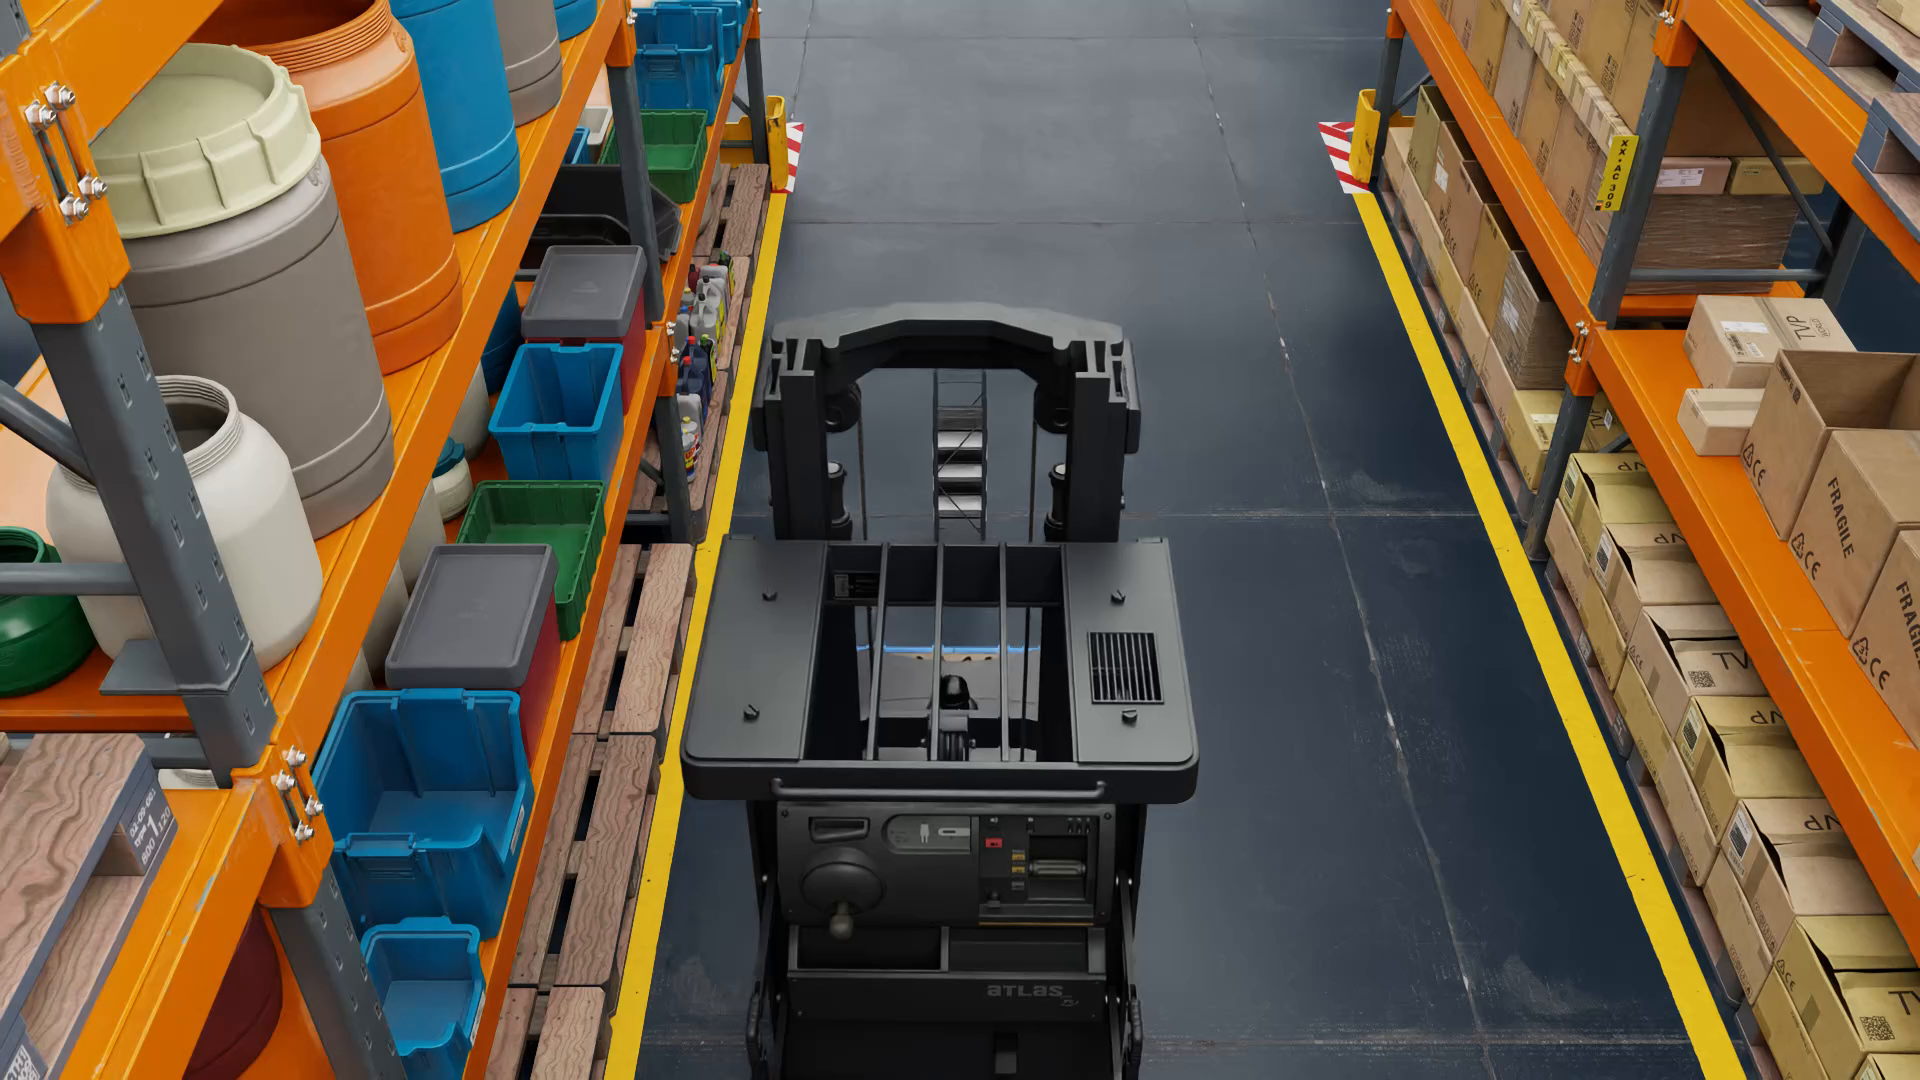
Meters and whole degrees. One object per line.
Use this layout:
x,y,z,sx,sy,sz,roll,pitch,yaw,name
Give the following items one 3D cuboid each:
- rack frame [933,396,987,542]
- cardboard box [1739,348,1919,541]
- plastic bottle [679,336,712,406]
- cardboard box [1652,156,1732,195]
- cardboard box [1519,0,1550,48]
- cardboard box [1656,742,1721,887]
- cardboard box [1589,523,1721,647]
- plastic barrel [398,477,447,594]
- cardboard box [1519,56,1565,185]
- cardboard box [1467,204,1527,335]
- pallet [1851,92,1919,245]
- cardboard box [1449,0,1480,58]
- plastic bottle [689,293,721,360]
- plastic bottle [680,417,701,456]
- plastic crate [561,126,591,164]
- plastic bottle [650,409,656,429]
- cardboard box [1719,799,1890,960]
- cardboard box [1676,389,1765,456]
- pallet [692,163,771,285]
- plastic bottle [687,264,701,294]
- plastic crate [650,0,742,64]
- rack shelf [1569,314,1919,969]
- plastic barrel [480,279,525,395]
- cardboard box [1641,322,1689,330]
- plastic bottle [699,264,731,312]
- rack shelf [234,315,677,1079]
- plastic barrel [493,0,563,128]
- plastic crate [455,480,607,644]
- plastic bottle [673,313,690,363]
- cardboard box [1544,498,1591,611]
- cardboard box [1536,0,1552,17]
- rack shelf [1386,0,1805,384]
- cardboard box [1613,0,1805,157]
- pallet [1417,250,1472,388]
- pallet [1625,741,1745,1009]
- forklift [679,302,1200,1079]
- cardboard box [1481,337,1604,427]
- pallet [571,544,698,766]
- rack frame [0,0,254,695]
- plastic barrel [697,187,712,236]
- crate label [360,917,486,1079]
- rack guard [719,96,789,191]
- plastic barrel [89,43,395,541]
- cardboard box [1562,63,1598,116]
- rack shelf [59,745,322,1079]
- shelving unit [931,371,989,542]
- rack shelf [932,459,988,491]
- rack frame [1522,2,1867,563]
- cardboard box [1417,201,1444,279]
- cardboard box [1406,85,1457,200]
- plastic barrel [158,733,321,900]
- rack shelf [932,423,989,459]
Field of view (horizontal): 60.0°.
0.000,-0.282,7.628,0.240,0.900,0.006,0,39,0,rack frame
3.176,-0.333,5.933,0.500,0.500,0.500,3,39,3,cardboard box
-1.349,-0.864,8.441,0.144,0.351,0.185,-2,39,-2,plastic bottle
2.976,-1.566,6.952,0.380,0.149,0.250,0,39,0,cardboard box
2.973,-2.526,8.150,0.380,0.149,0.250,1,39,1,cardboard box
2.946,1.019,6.188,0.500,0.250,0.500,1,39,1,cardboard box
2.938,0.158,6.814,0.500,0.311,0.500,0,39,-1,cardboard box
-1.980,-0.098,5.611,0.433,0.535,0.433,0,39,0,plastic barrel
3.180,-2.064,8.092,0.700,0.500,0.500,1,39,1,cardboard box
2.978,-1.402,8.610,0.500,0.500,0.500,0,39,0,cardboard box
3.101,-0.823,4.376,1.003,0.211,1.213,2,39,2,pallet
3.179,-3.024,9.290,0.700,0.500,0.500,1,39,1,cardboard box
-1.349,-1.129,8.773,0.144,0.351,0.185,0,39,0,plastic bottle
-1.325,-0.509,8.118,0.097,0.201,0.097,0,39,0,plastic bottle
-2.035,-1.736,7.883,0.499,0.251,0.616,0,39,0,plastic crate
-1.493,-0.745,8.294,0.144,0.351,0.185,0,39,0,plastic bottle
2.944,1.120,5.614,0.500,0.311,0.500,0,39,0,cardboard box
2.987,-0.451,6.361,0.380,0.149,0.250,0,39,0,cardboard box
-1.724,-1.960,10.273,1.003,0.211,1.213,0,39,0,pallet
-1.460,-1.409,9.176,0.061,0.283,0.133,0,39,0,plastic bottle
-1.472,-2.827,9.243,0.499,0.251,0.408,0,39,0,plastic crate
3.193,0.428,5.638,1.077,0.370,4.000,0,39,0,rack shelf
-2.065,-1.056,6.514,0.600,0.901,0.708,0,39,0,plastic barrel
3.503,-0.778,7.830,0.500,0.500,0.500,0,39,0,cardboard box
-1.354,-1.407,9.179,0.152,0.276,0.135,0,39,0,plastic bottle
-1.760,0.429,5.637,1.077,0.370,4.000,0,39,0,rack shelf
-1.544,-1.742,4.971,0.600,0.901,0.600,0,39,0,plastic barrel
-1.478,0.069,5.680,0.450,0.188,0.662,0,39,0,plastic crate
-1.497,-1.084,8.776,0.152,0.276,0.135,0,39,0,plastic bottle
2.944,0.058,7.388,0.500,0.250,0.500,-1,39,-1,cardboard box
3.182,-2.868,8.058,0.700,0.500,0.500,0,39,0,cardboard box
3.189,-2.074,8.760,1.077,0.370,4.000,0,39,0,rack shelf
3.184,-1.927,6.883,0.700,0.500,0.500,0,39,0,cardboard box
3.227,-1.278,9.421,1.003,0.211,1.213,0,39,0,pallet
3.235,1.210,6.317,1.003,0.211,1.213,0,39,0,pallet
-0.039,0.981,4.428,1.130,2.935,3.031,0,39,1,forklift
2.981,-0.797,8.455,0.500,0.250,0.500,0,39,0,cardboard box
-1.723,0.477,7.232,1.003,0.211,1.213,0,39,0,pallet
-1.758,-0.942,1.975,1.000,3.000,0.127,0,39,0,rack frame
-1.689,-2.072,9.836,0.421,0.512,0.421,0,39,0,plastic barrel
-1.384,1.200,4.233,0.303,0.233,0.416,0,39,0,crate label
-1.720,-2.581,10.816,1.175,0.500,0.348,0,39,0,rack guard
-1.542,-0.481,3.398,0.600,0.901,0.600,0,39,0,plastic barrel
2.974,-2.048,7.554,0.380,0.149,0.250,0,39,0,cardboard box
-1.756,1.760,1.578,1.077,0.370,4.000,0,39,0,rack shelf
0.000,-0.346,7.708,0.258,0.900,0.210,0,39,0,shelving unit
0.000,-0.320,7.729,0.258,0.077,0.200,0,39,0,rack shelf
3.191,-1.104,6.974,1.000,3.000,0.127,0,39,0,rack frame
2.969,-1.735,9.625,0.500,0.250,0.500,0,39,0,cardboard box
2.967,-2.340,9.781,0.500,0.500,0.500,0,39,0,cardboard box
-1.973,0.712,4.619,0.421,0.512,0.421,0,39,0,plastic barrel
0.000,-0.461,7.616,0.258,0.077,0.200,0,39,0,rack shelf
